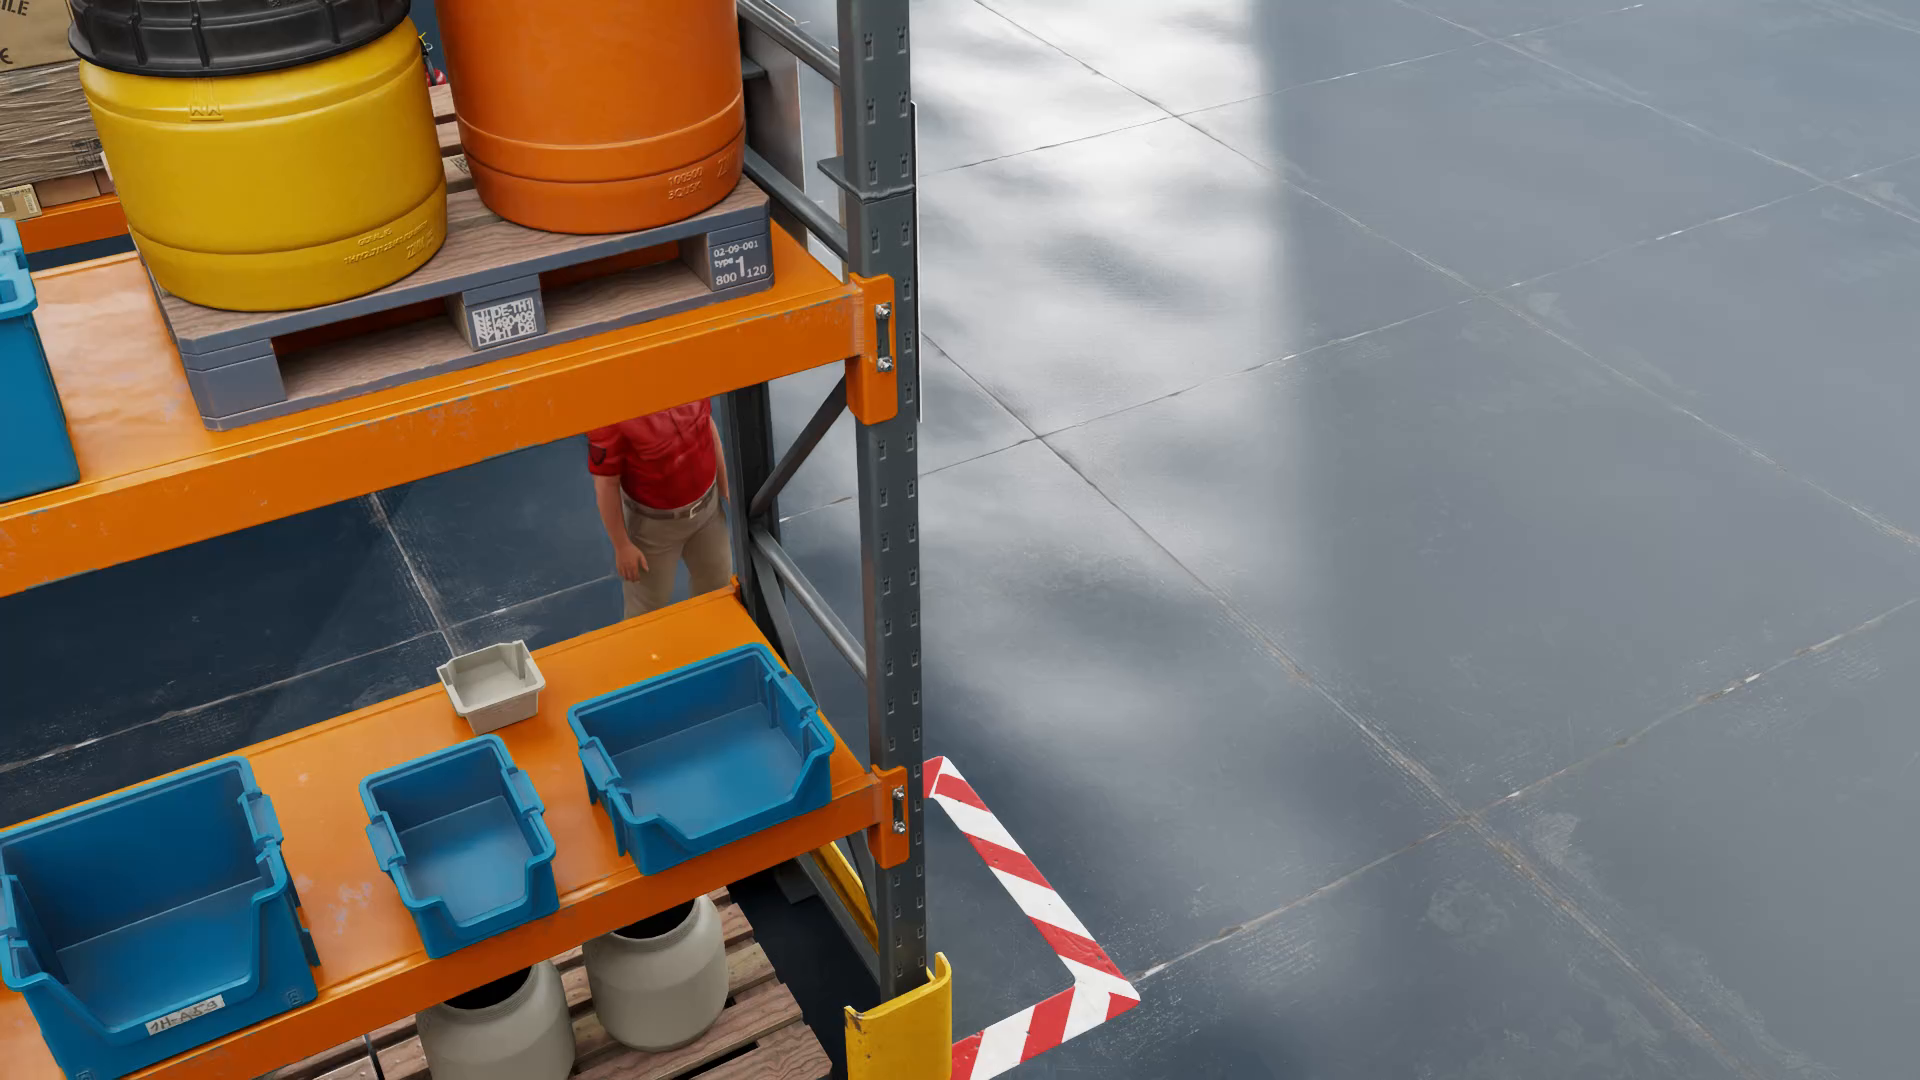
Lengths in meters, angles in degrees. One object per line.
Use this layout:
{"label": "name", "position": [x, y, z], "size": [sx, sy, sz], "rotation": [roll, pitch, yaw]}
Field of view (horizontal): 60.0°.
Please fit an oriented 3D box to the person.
{"label": "person", "position": [-1.060, -0.063, 6.206], "size": [0.481, 1.738, 0.583], "rotation": [25, 43, 30]}
